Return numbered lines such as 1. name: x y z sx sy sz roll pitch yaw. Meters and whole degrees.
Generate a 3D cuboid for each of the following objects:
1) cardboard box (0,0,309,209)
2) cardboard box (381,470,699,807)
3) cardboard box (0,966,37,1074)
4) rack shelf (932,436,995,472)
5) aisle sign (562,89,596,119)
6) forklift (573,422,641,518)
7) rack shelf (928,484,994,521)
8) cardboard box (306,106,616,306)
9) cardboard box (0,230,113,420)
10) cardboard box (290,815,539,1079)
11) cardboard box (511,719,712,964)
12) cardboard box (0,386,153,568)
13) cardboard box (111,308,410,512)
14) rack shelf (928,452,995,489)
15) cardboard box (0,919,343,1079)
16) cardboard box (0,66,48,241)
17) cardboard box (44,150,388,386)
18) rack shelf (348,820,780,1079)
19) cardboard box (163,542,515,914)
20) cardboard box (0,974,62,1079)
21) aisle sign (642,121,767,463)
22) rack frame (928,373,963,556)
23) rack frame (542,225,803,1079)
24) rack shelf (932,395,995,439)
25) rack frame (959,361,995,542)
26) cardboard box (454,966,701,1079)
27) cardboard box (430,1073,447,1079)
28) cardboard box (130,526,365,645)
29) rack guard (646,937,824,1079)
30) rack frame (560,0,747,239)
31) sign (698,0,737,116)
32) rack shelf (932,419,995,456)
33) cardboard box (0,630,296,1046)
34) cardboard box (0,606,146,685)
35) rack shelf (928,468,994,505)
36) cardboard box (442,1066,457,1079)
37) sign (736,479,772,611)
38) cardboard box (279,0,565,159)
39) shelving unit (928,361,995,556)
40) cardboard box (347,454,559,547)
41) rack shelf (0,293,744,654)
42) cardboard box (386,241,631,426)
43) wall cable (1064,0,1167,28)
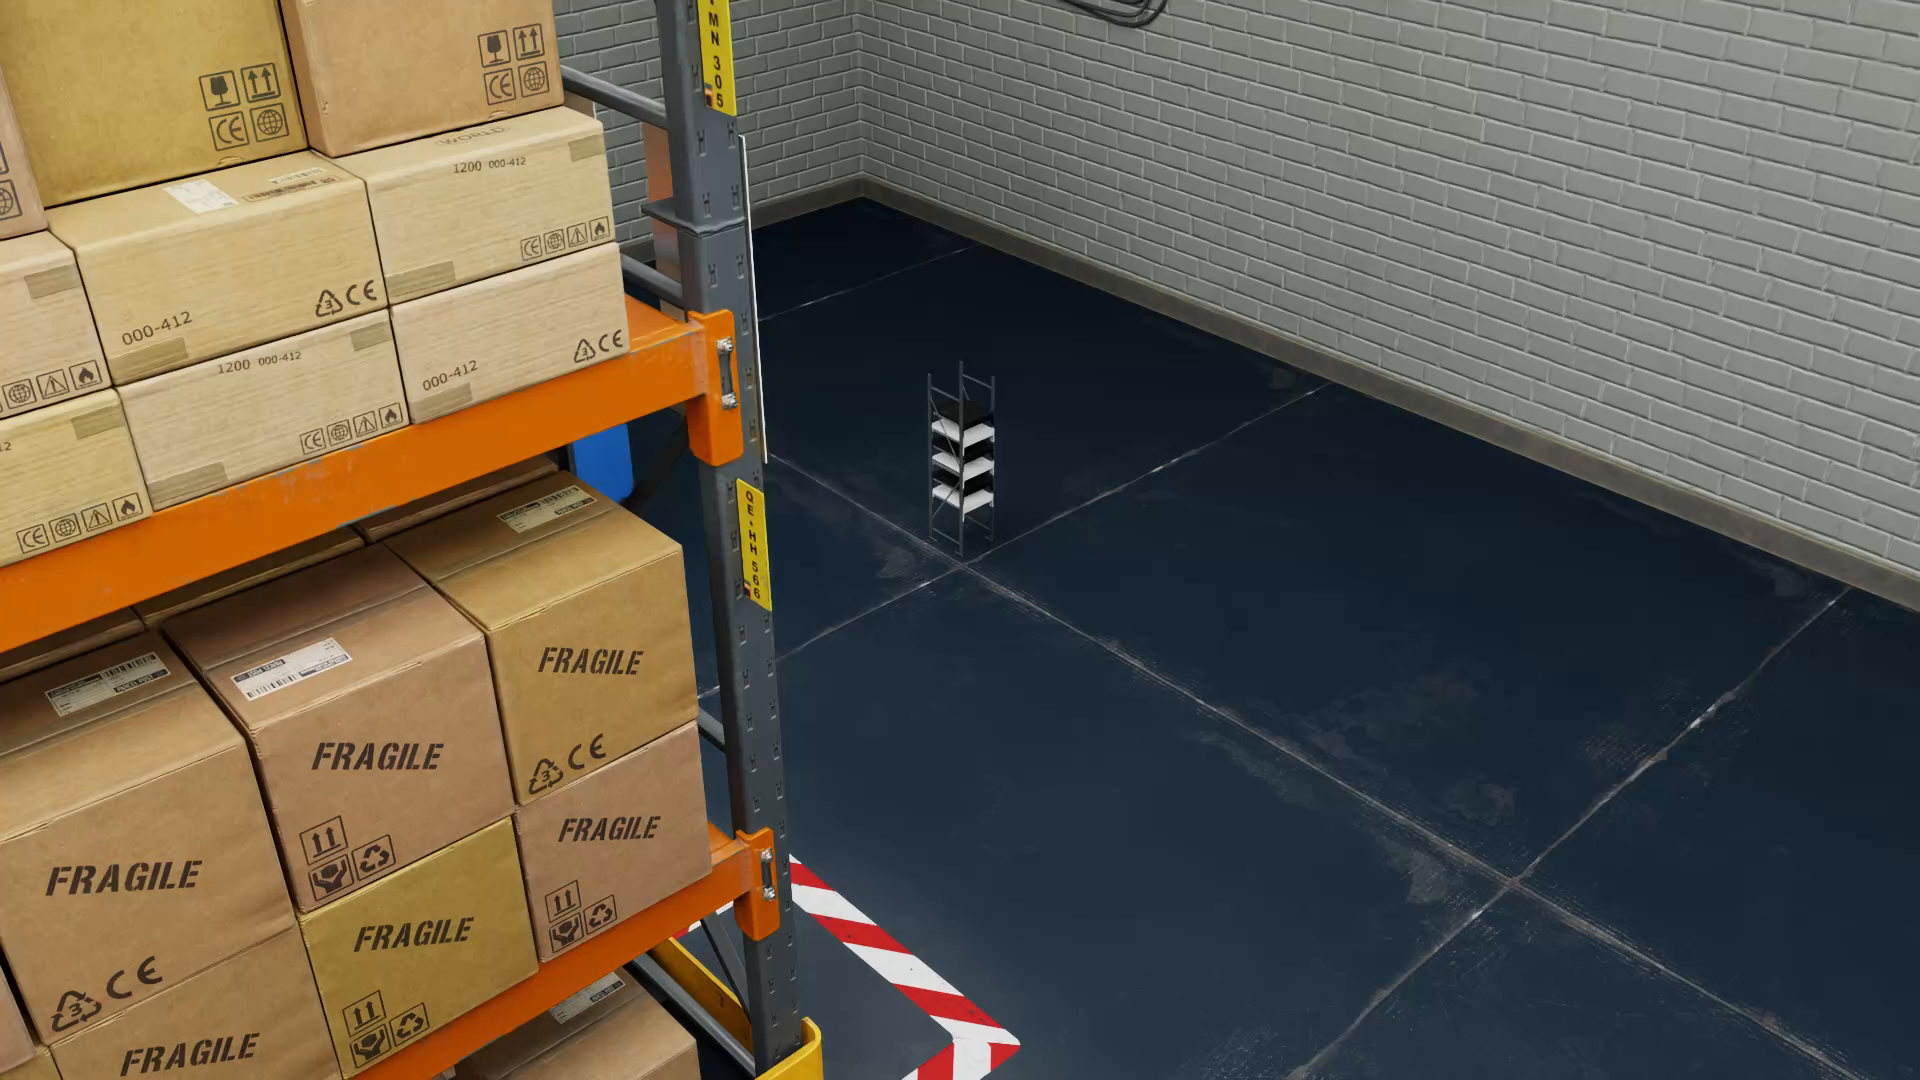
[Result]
1. cardboard box: -1.640 -0.992 3.067 0.500 0.500 0.700 -26 40 -35
2. cardboard box: -0.989 0.217 3.965 0.500 0.500 0.500 -26 40 -36
3. cardboard box: -2.113 0.765 3.070 0.500 0.500 0.500 -24 39 -34
4. rack shelf: 0.006 -0.435 7.990 0.200 0.077 0.258 -26 40 -35
5. aisle sign: -1.000 -0.822 4.227 0.004 0.787 0.394 -26 40 -35
6. forklift: -3.128 -1.336 7.625 3.031 2.935 1.130 13 34 20
7. rack shelf: 0.006 -0.205 8.131 0.200 0.077 0.258 -26 40 -35
8. cardboard box: -1.053 -0.726 3.351 0.500 0.250 0.500 -26 40 -35
9. cardboard box: -1.789 -0.372 2.773 0.500 0.250 0.500 -26 40 -35
10. cardboard box: -1.371 0.829 3.923 0.500 0.500 0.500 -25 40 -35
11. cardboard box: -0.993 0.644 4.226 0.500 0.500 0.500 -24 39 -34
12. cardboard box: -1.779 -0.154 2.894 0.500 0.250 0.500 -26 40 -35
13. cardboard box: -1.422 -0.336 3.192 0.500 0.250 0.500 -26 40 -35
14. rack shelf: 0.006 -0.358 8.037 0.200 0.077 0.258 -26 40 -35
15. cardboard box: -1.741 1.004 3.637 0.500 0.500 0.500 -25 40 -35
16. cardboard box: -1.934 -0.774 2.710 0.500 0.500 0.700 -26 40 -35
17. cardboard box: -1.420 -0.548 3.060 0.500 0.250 0.500 -26 40 -35
18. rack shelf: -2.317 1.440 3.709 4.000 0.370 1.077 -26 40 -35
19. cardboard box: -1.359 0.397 3.671 0.500 0.500 0.500 -25 39 -34
20. cardboard box: -2.111 1.183 3.344 0.500 0.500 0.500 -26 40 -36
21. aisle sign: -0.592 -0.593 3.852 0.004 0.787 0.394 -26 40 -35
22. rack frame: -0.069 -0.351 7.961 0.006 0.900 0.240 -26 40 -35
23. rack frame: -0.850 0.424 4.682 0.127 3.000 1.000 -26 40 -35
24. rack shelf: 0.006 -0.589 7.896 0.200 0.077 0.258 -26 40 -35
25. rack frame: 0.081 -0.423 8.079 0.006 0.900 0.240 -26 40 -35
26. cardboard box: -1.081 1.589 4.750 0.500 0.500 0.500 -26 40 -35
27. cardboard box: -1.808 1.671 4.857 0.500 0.250 0.500 -26 40 -35
28. cardboard box: -1.733 0.199 3.995 0.500 0.500 0.500 -25 40 -35
29. rack guard: -0.906 1.517 5.290 0.348 0.500 1.175 -26 40 -35
30. rack frame: -0.850 -2.136 3.117 0.127 3.000 1.000 -26 40 -35
31. sign: -0.487 -1.014 3.310 0.005 0.325 0.100 -26 40 -35
32. rack shelf: 0.006 -0.512 7.943 0.200 0.077 0.258 -26 40 -35
33. cardboard box: -1.736 0.583 3.368 0.500 0.500 0.500 -25 39 -34
34. cardboard box: -2.103 0.375 3.707 0.500 0.500 0.500 -25 39 -35
35. rack shelf: 0.006 -0.282 8.084 0.200 0.077 0.258 -26 40 -35
36. cardboard box: -1.574 1.550 5.133 0.250 0.166 0.380 -26 40 -35
37. sign: -0.487 0.014 3.939 0.005 0.325 0.100 -26 40 -35
38. cardboard box: -1.216 -1.137 3.304 0.500 0.500 0.700 -26 40 -35
39. shelving unit: 0.006 -0.387 8.020 0.210 0.900 0.258 -26 40 -35
40. cardboard box: -1.355 0.011 4.303 0.500 0.500 0.500 -24 39 -34
41. rack shelf: -2.317 0.160 2.927 4.000 0.370 1.077 -26 40 -35
42. cardboard box: -1.047 -0.509 3.476 0.500 0.250 0.500 -26 40 -35
43. wall cable: 0.169 -4.574 10.081 0.112 2.526 3.097 -26 40 -35
